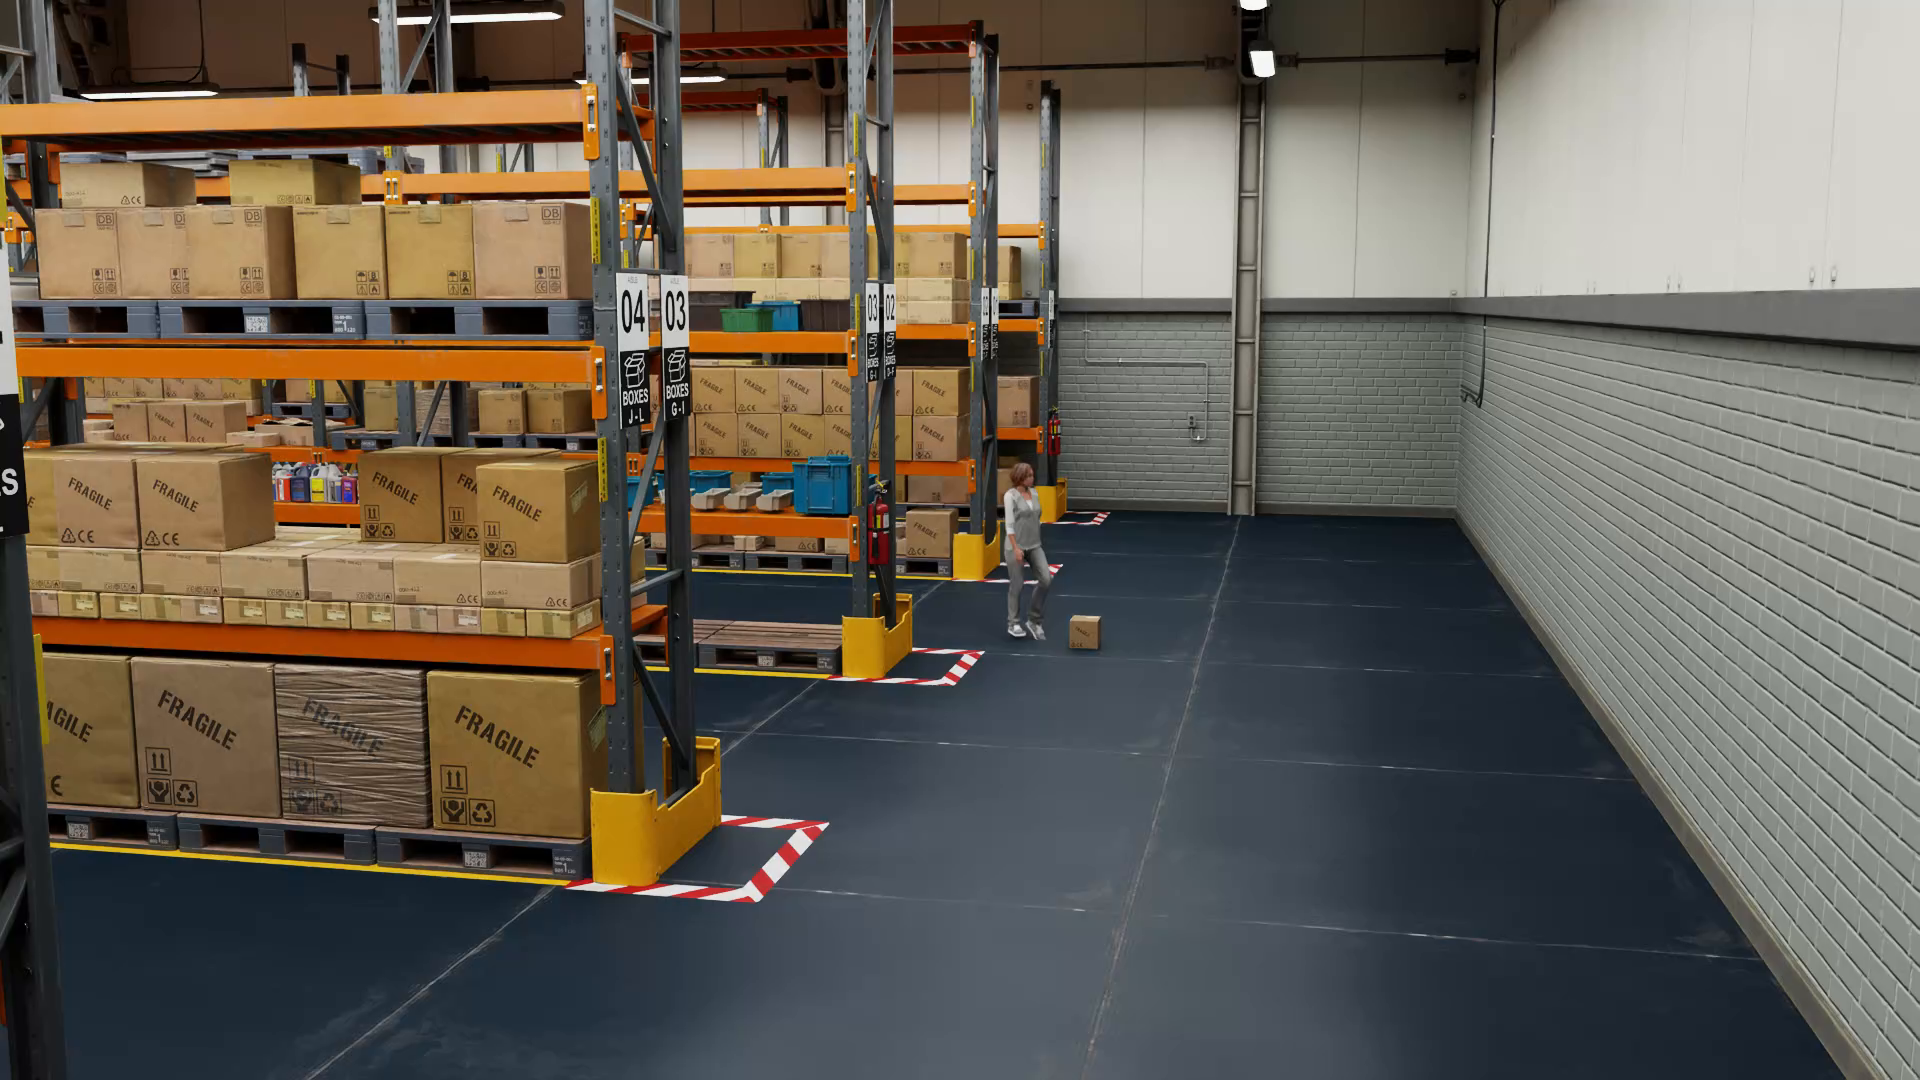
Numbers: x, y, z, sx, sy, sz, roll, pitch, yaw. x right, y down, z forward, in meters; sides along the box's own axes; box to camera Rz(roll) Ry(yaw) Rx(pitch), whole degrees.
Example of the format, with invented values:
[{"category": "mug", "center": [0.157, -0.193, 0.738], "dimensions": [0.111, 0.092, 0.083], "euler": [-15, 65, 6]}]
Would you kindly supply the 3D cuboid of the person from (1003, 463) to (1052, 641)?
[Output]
[{"category": "person", "center": [0.589, 0.120, 15.056], "dimensions": [0.432, 1.639, 0.451], "euler": [-4, 9, -27]}]
